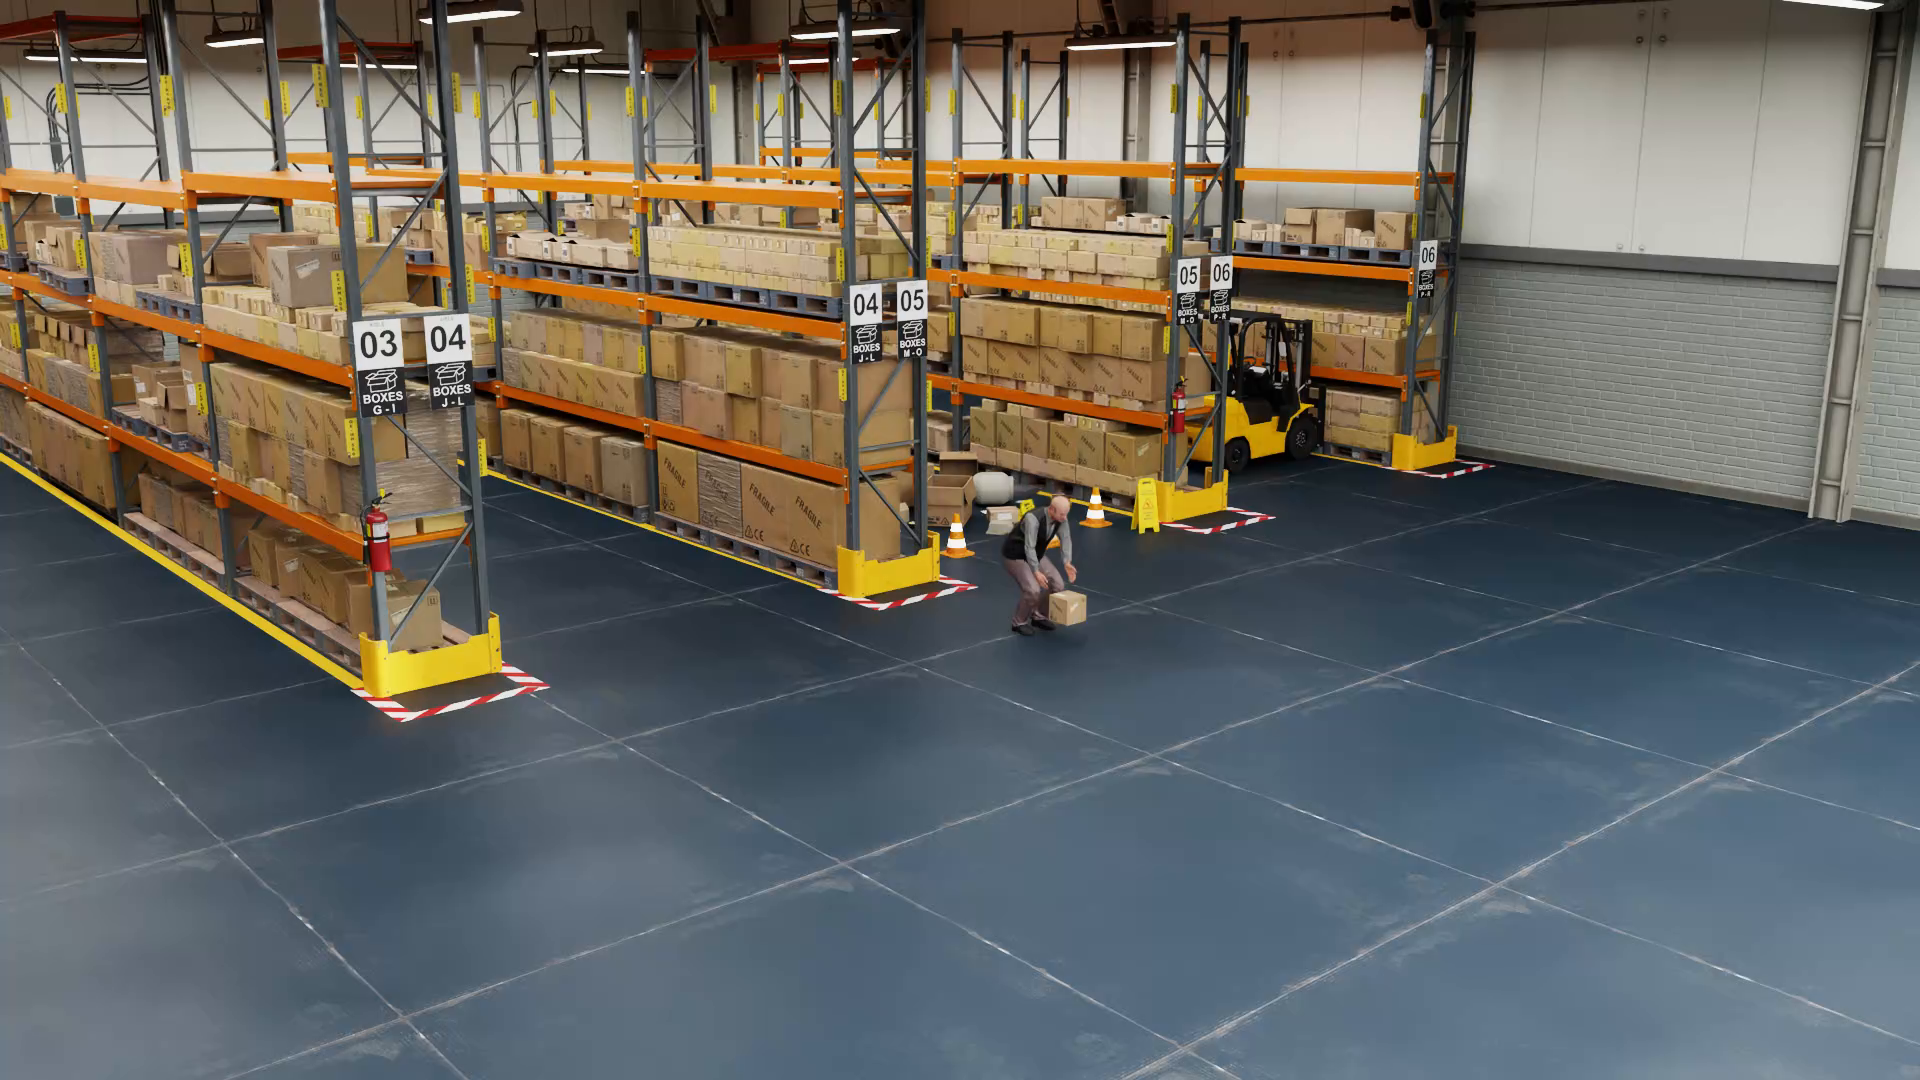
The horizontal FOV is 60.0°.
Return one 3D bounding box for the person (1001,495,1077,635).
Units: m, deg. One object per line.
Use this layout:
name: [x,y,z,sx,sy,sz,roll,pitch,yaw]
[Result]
person: [0.765,0.207,15.949,0.592,1.377,0.725,-12,18,-39]
